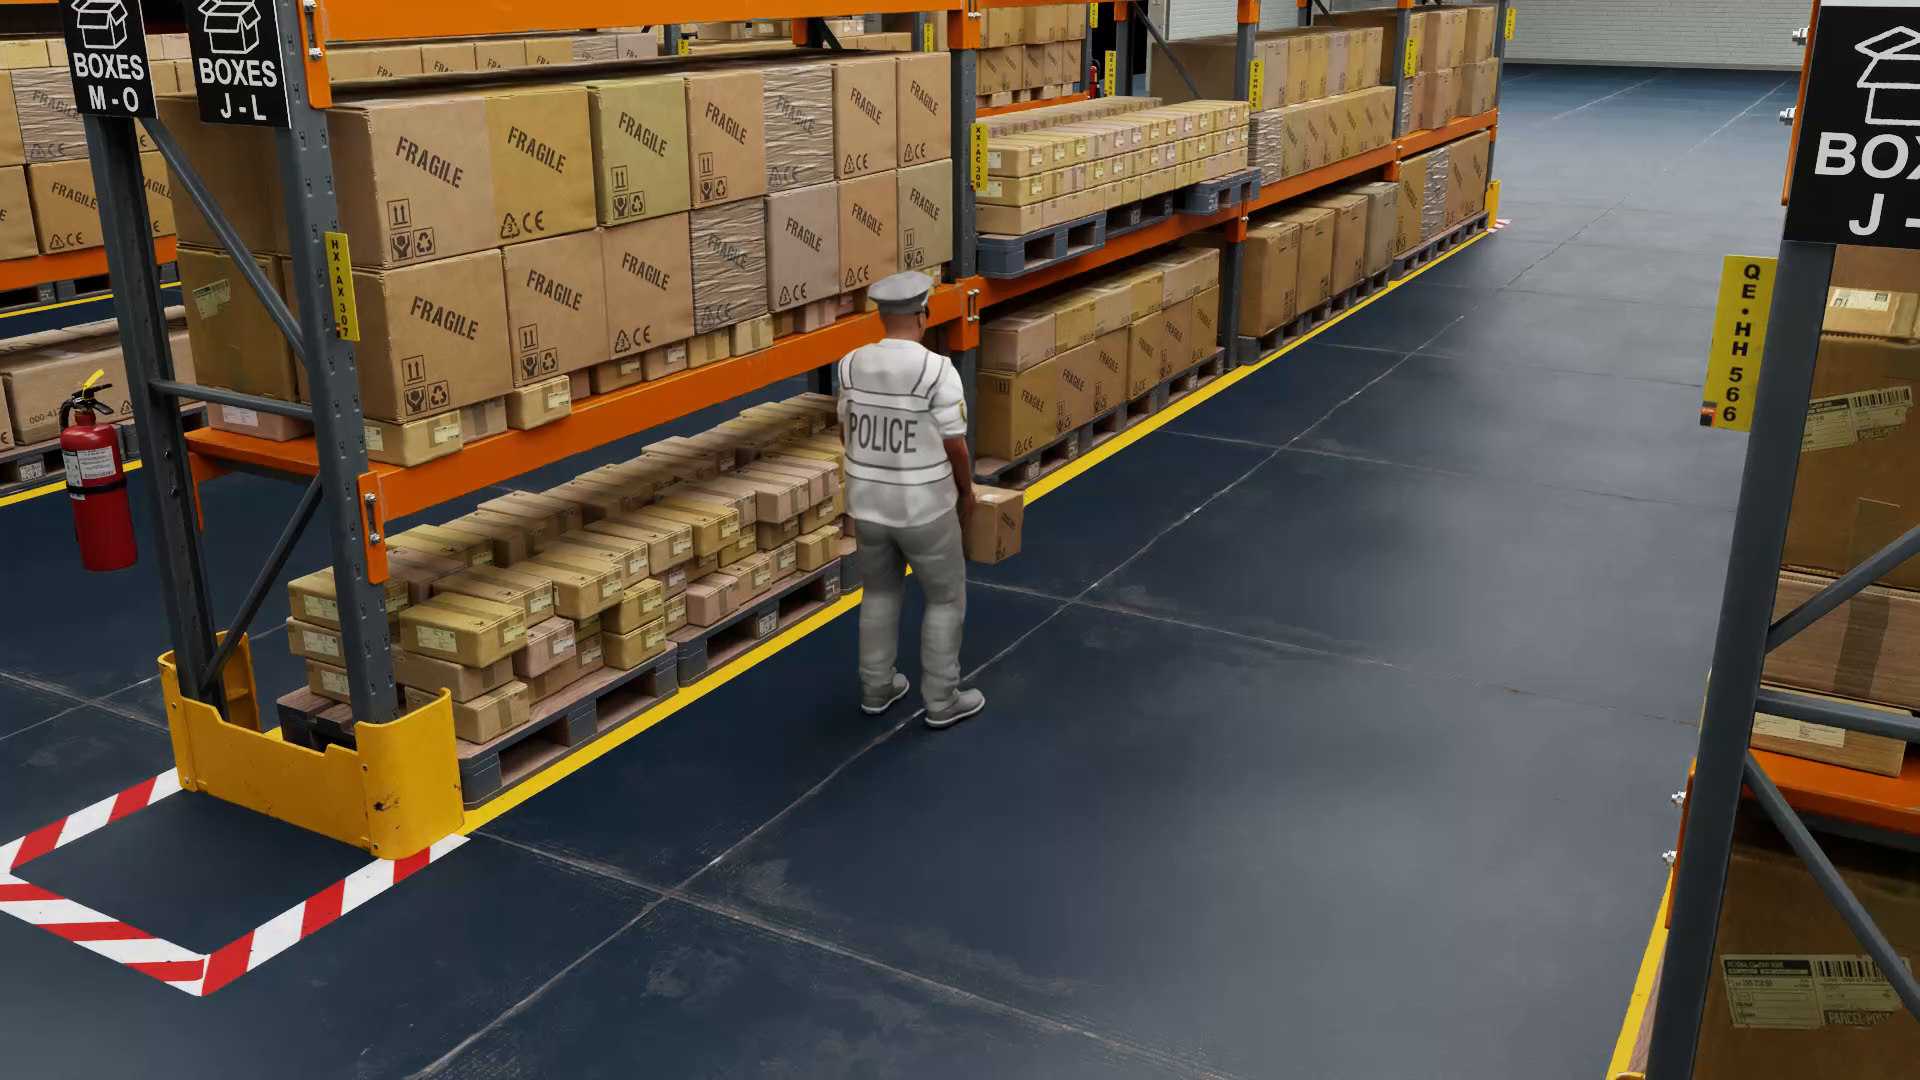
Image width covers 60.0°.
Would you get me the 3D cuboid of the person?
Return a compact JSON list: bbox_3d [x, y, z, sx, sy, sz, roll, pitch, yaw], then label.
[{"bbox_3d":[-0.205,-0.145,6.446,0.542,1.765,0.456,10,21,25],"label":"person"}]
